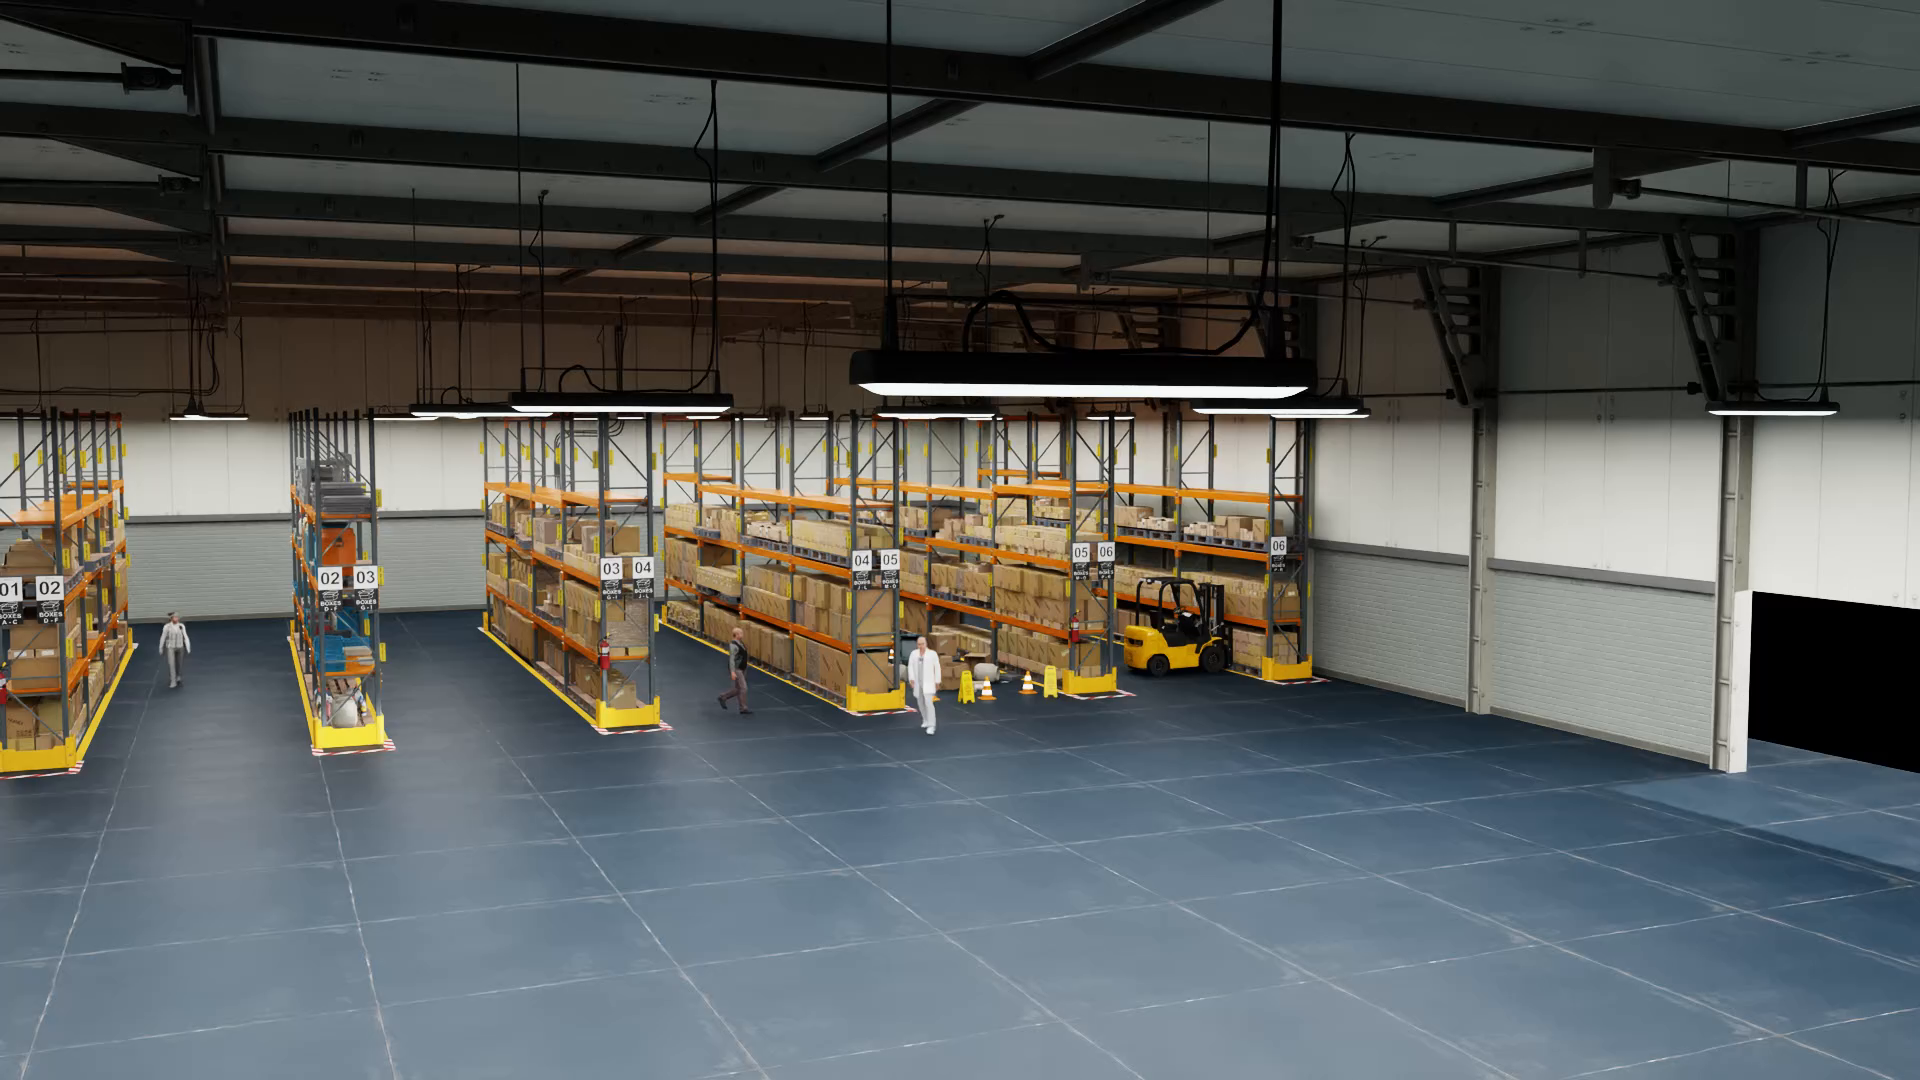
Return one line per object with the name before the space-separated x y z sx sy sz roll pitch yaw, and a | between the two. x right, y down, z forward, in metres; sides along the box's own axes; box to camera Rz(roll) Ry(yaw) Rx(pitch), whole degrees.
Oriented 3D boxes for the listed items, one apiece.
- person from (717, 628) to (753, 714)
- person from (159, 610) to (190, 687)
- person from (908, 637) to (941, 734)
person | -4.423 2.568 32.759 0.819 1.693 0.568 1 4 13
person | -17.155 2.341 36.312 0.599 1.618 1.051 -2 5 -32
person | -0.643 2.679 31.027 0.684 1.747 0.907 2 4 27
